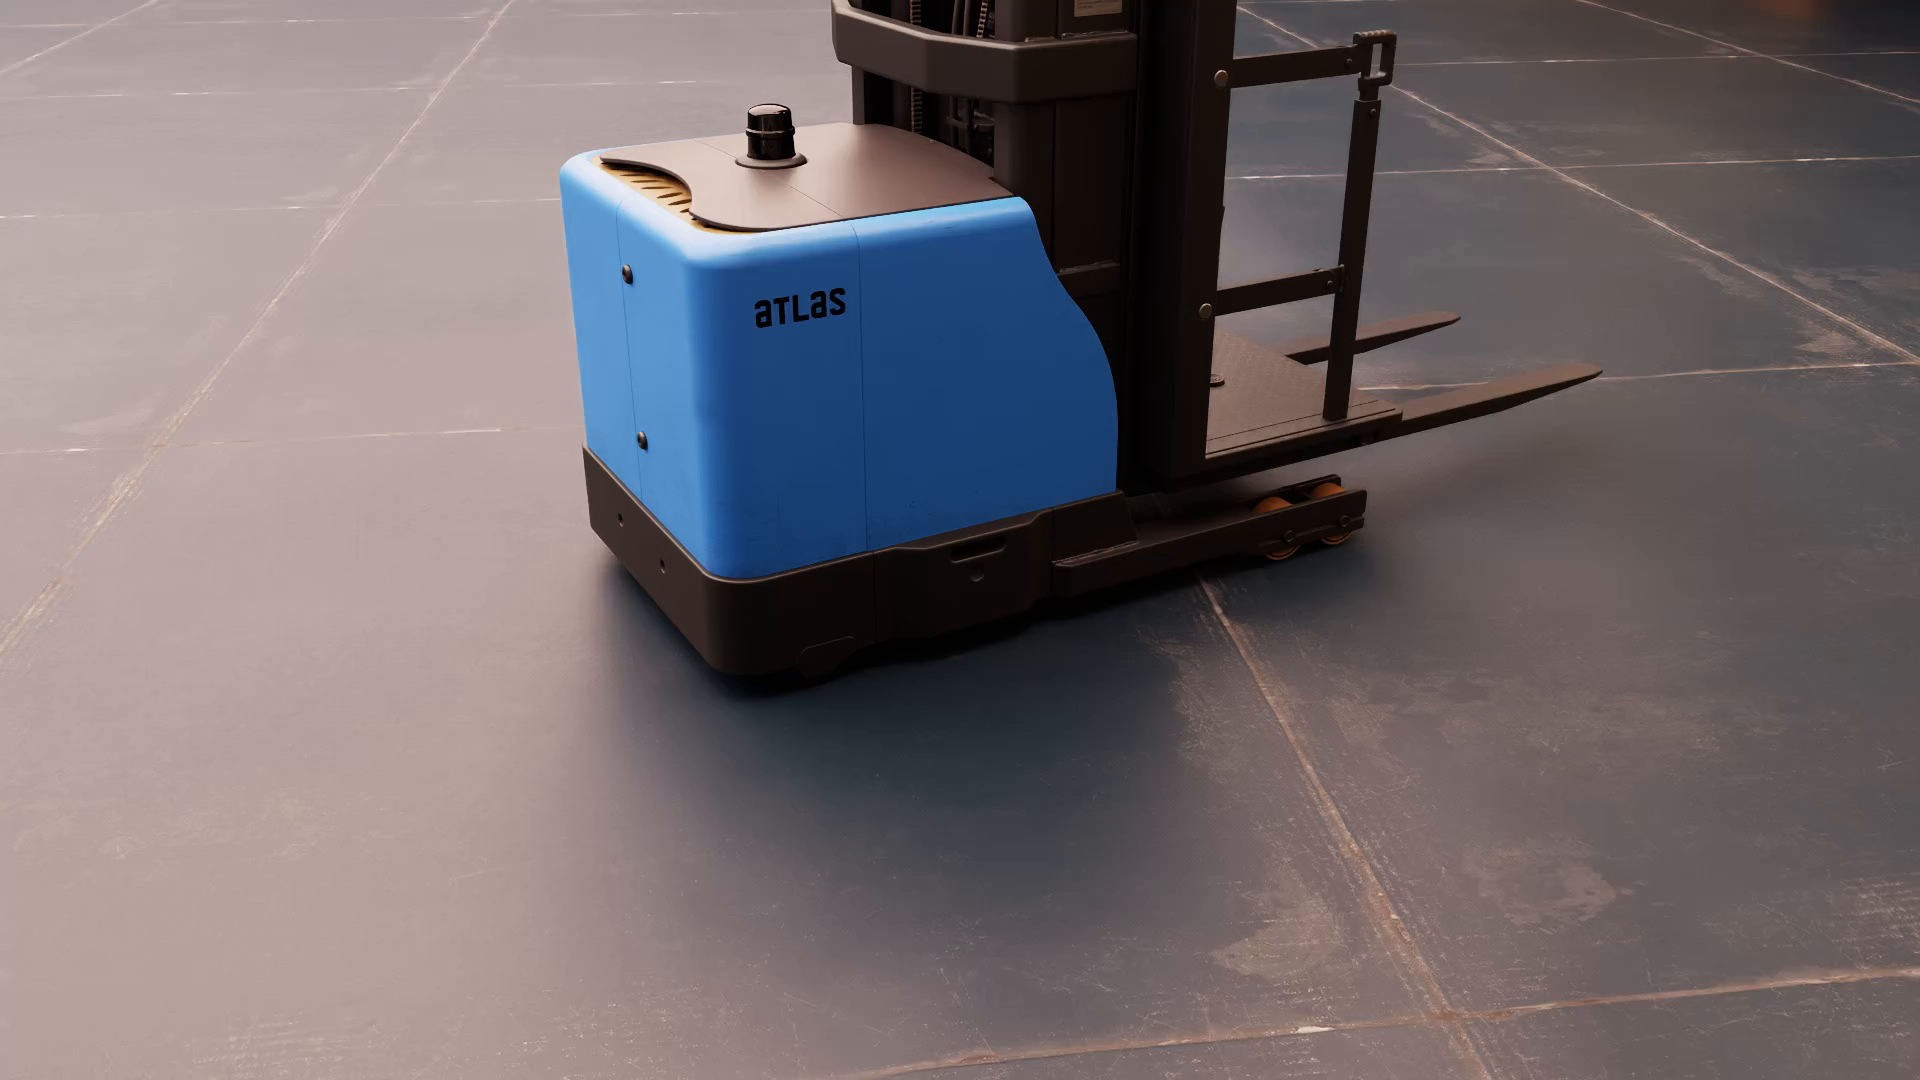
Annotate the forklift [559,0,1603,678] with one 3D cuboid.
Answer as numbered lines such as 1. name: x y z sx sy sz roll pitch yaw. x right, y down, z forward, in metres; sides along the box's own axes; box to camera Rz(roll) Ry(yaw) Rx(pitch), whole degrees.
1. forklift: 0.529 -1.451 4.240 3.031 2.935 1.130 -14 29 -26
